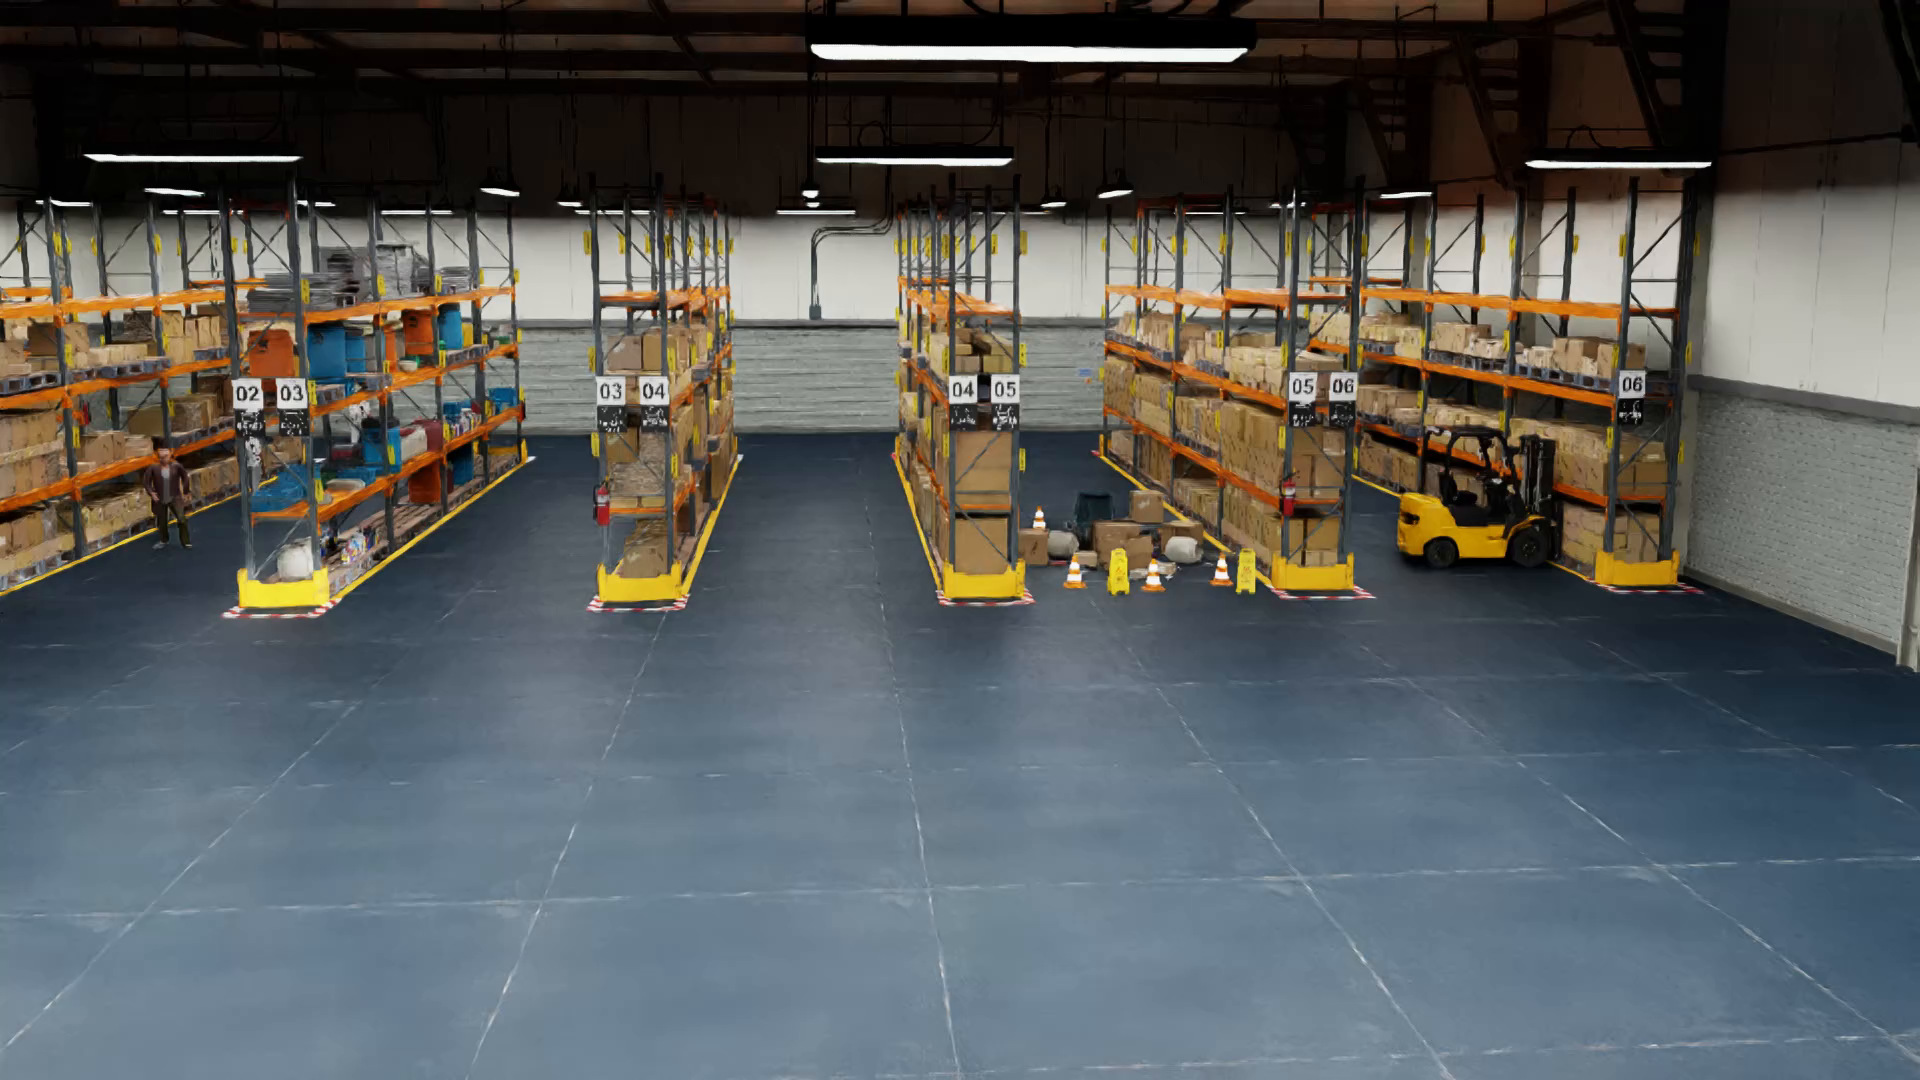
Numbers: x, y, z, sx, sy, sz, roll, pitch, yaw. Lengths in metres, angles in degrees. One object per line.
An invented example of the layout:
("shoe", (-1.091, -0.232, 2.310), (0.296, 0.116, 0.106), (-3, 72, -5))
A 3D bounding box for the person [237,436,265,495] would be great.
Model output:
("person", (-13.713, -1.434, 32.120), (0.457, 1.586, 1.075), (0, 10, -2))

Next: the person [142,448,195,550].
("person", (-13.147, -0.684, 27.633), (0.735, 1.701, 0.895), (-4, 11, -20))

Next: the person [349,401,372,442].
("person", (-14.004, -2.670, 38.861), (0.556, 1.712, 1.030), (-1, 10, -6))
